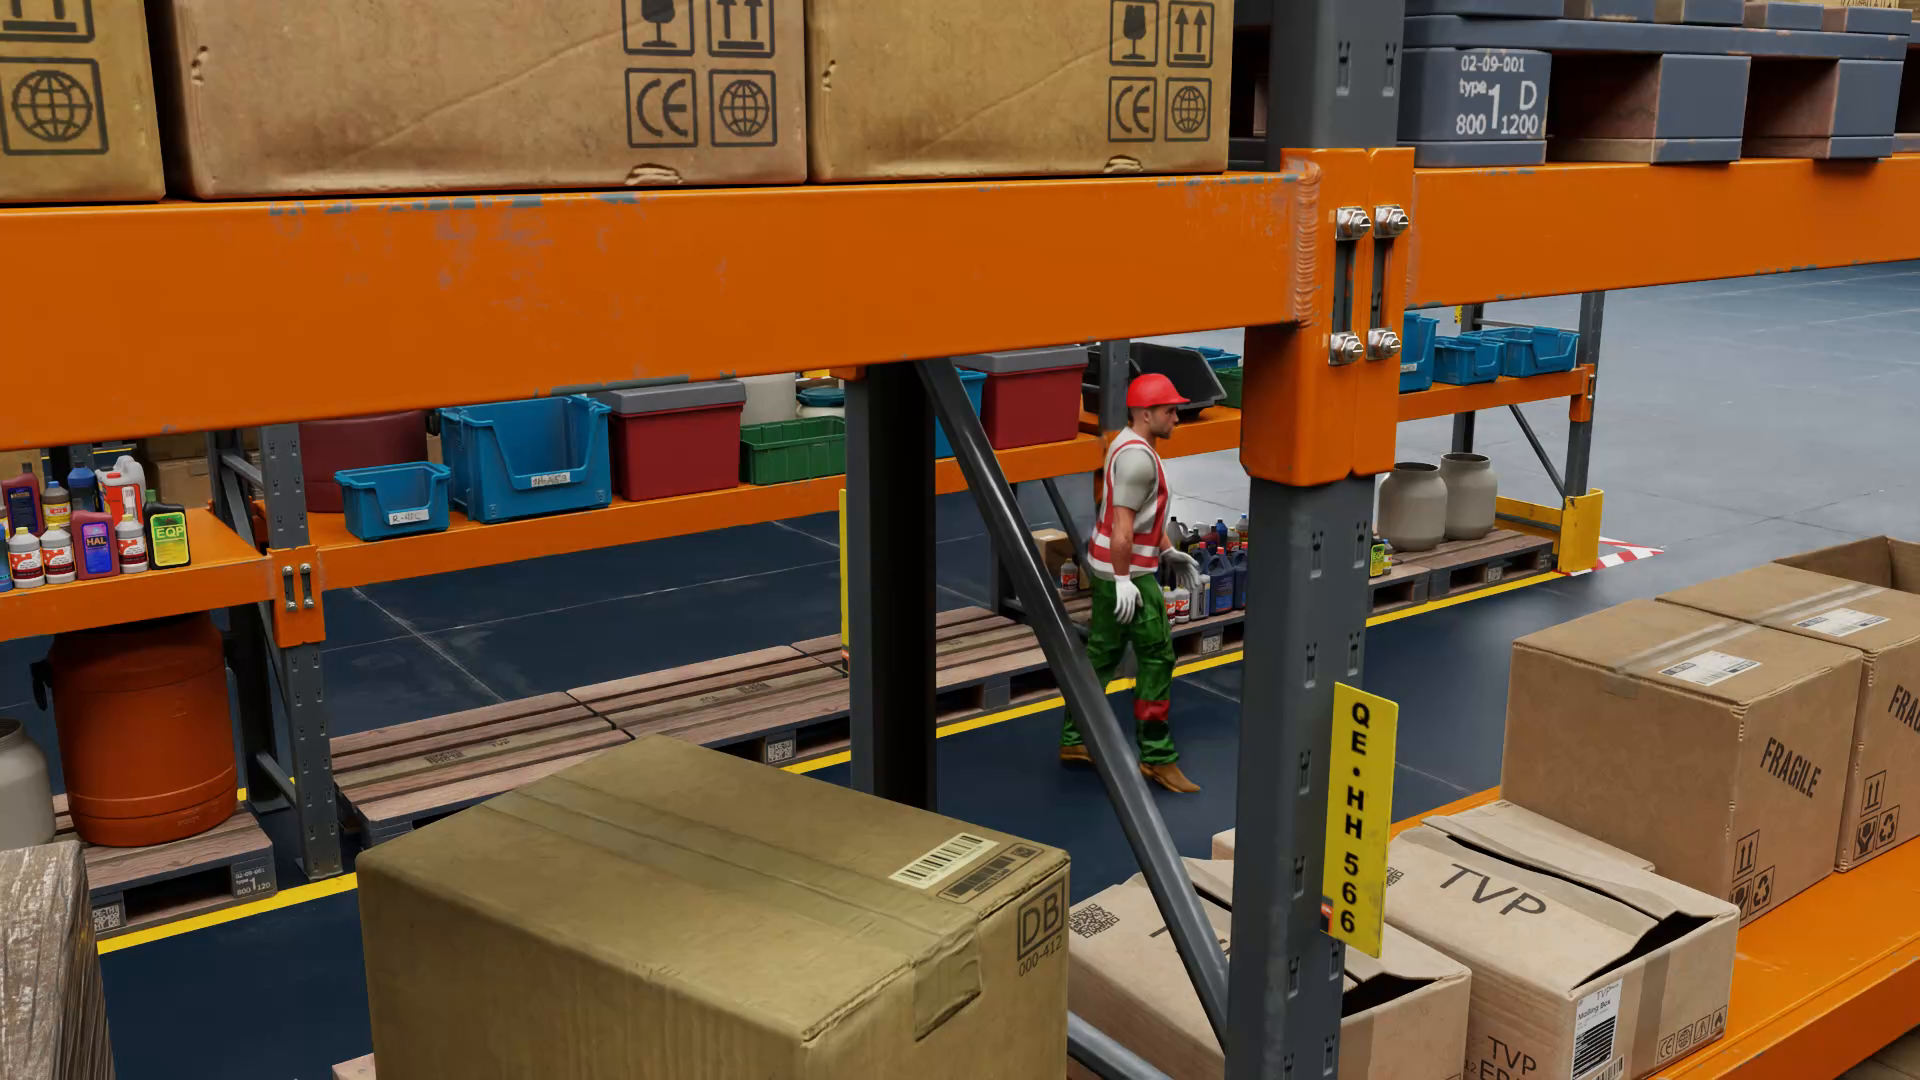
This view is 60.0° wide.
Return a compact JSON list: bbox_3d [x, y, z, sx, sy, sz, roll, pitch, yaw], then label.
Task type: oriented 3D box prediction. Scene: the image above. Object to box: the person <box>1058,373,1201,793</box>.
[{"bbox_3d":[0.756,0.178,7.339,0.621,1.816,0.637,0,14,1],"label":"person"}]
